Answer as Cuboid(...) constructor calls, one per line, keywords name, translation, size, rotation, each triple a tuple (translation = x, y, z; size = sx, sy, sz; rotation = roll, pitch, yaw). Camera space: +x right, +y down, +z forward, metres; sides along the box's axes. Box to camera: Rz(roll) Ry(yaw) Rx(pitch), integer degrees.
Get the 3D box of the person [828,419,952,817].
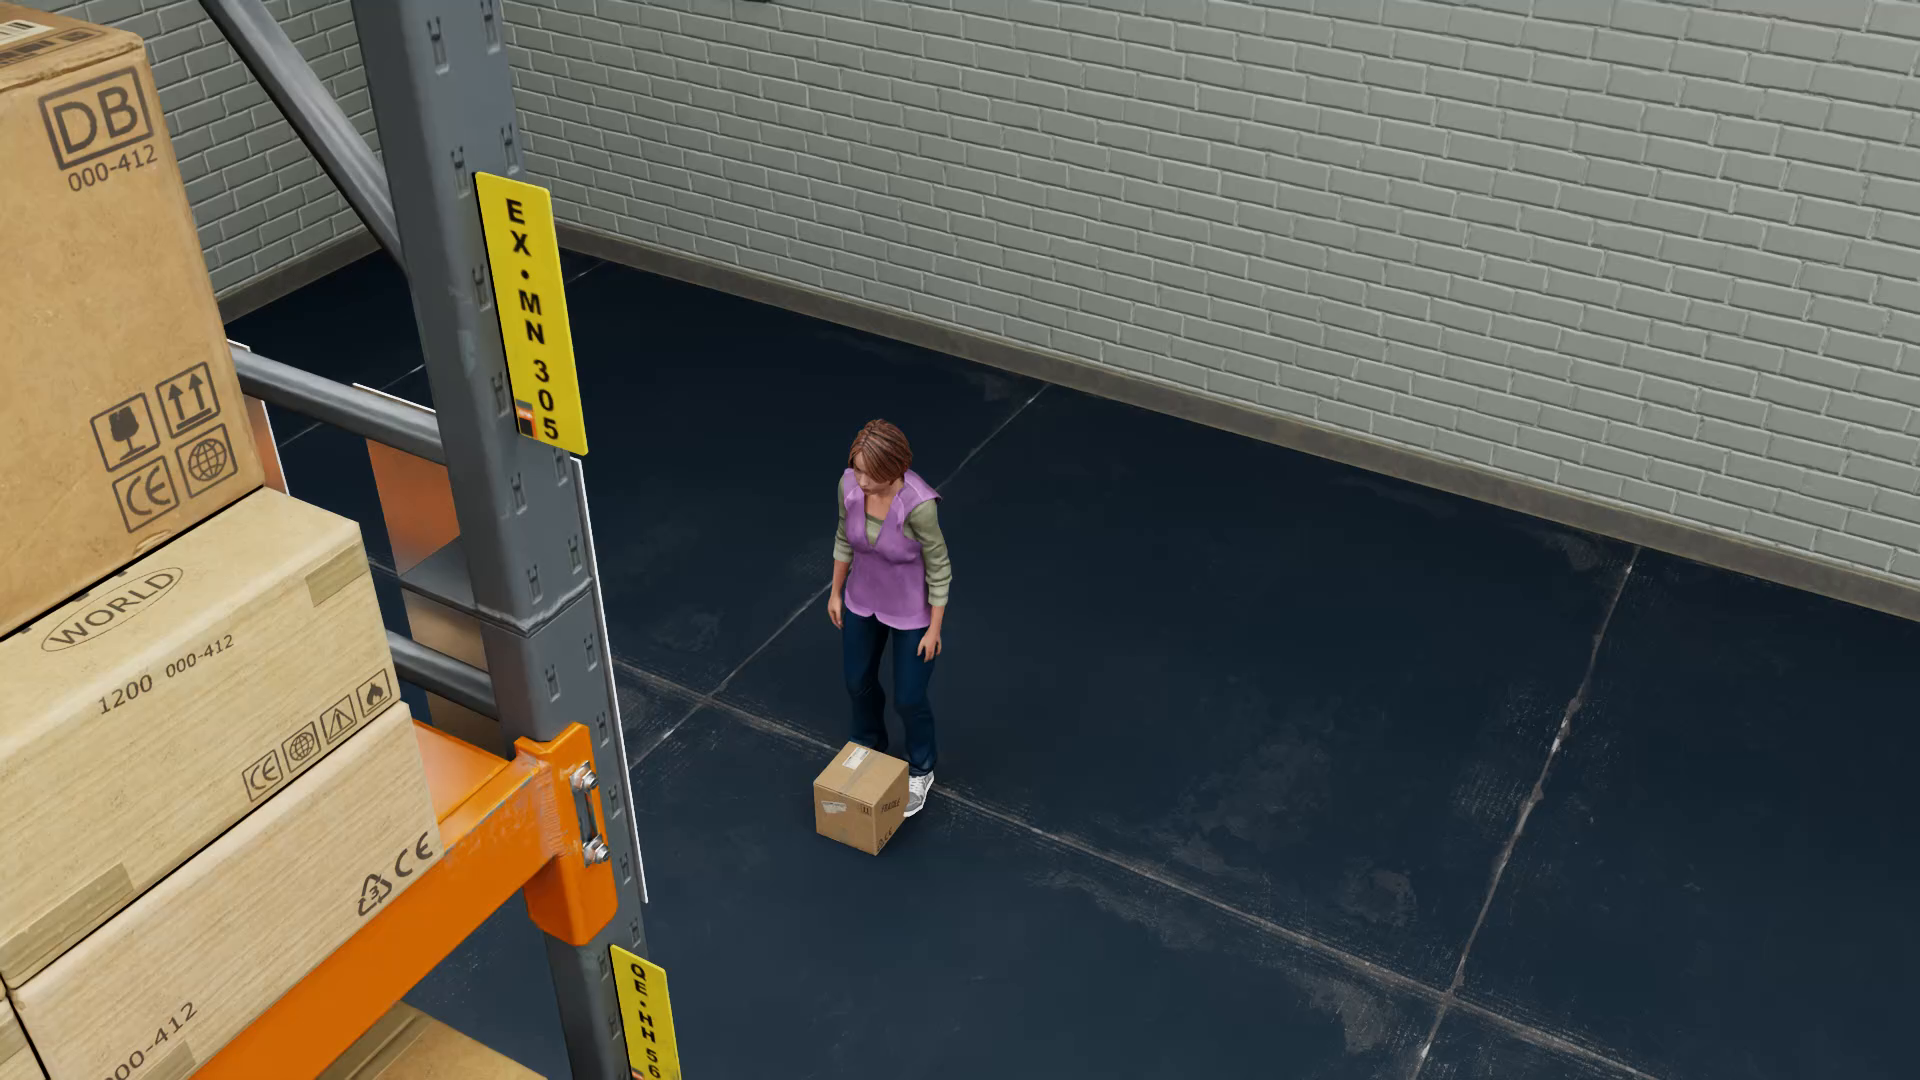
Cuboid(name="person", translation=(-0.243, 0.256, 5.782), size=(0.461, 1.592, 0.343), rotation=(18, 39, 24))
